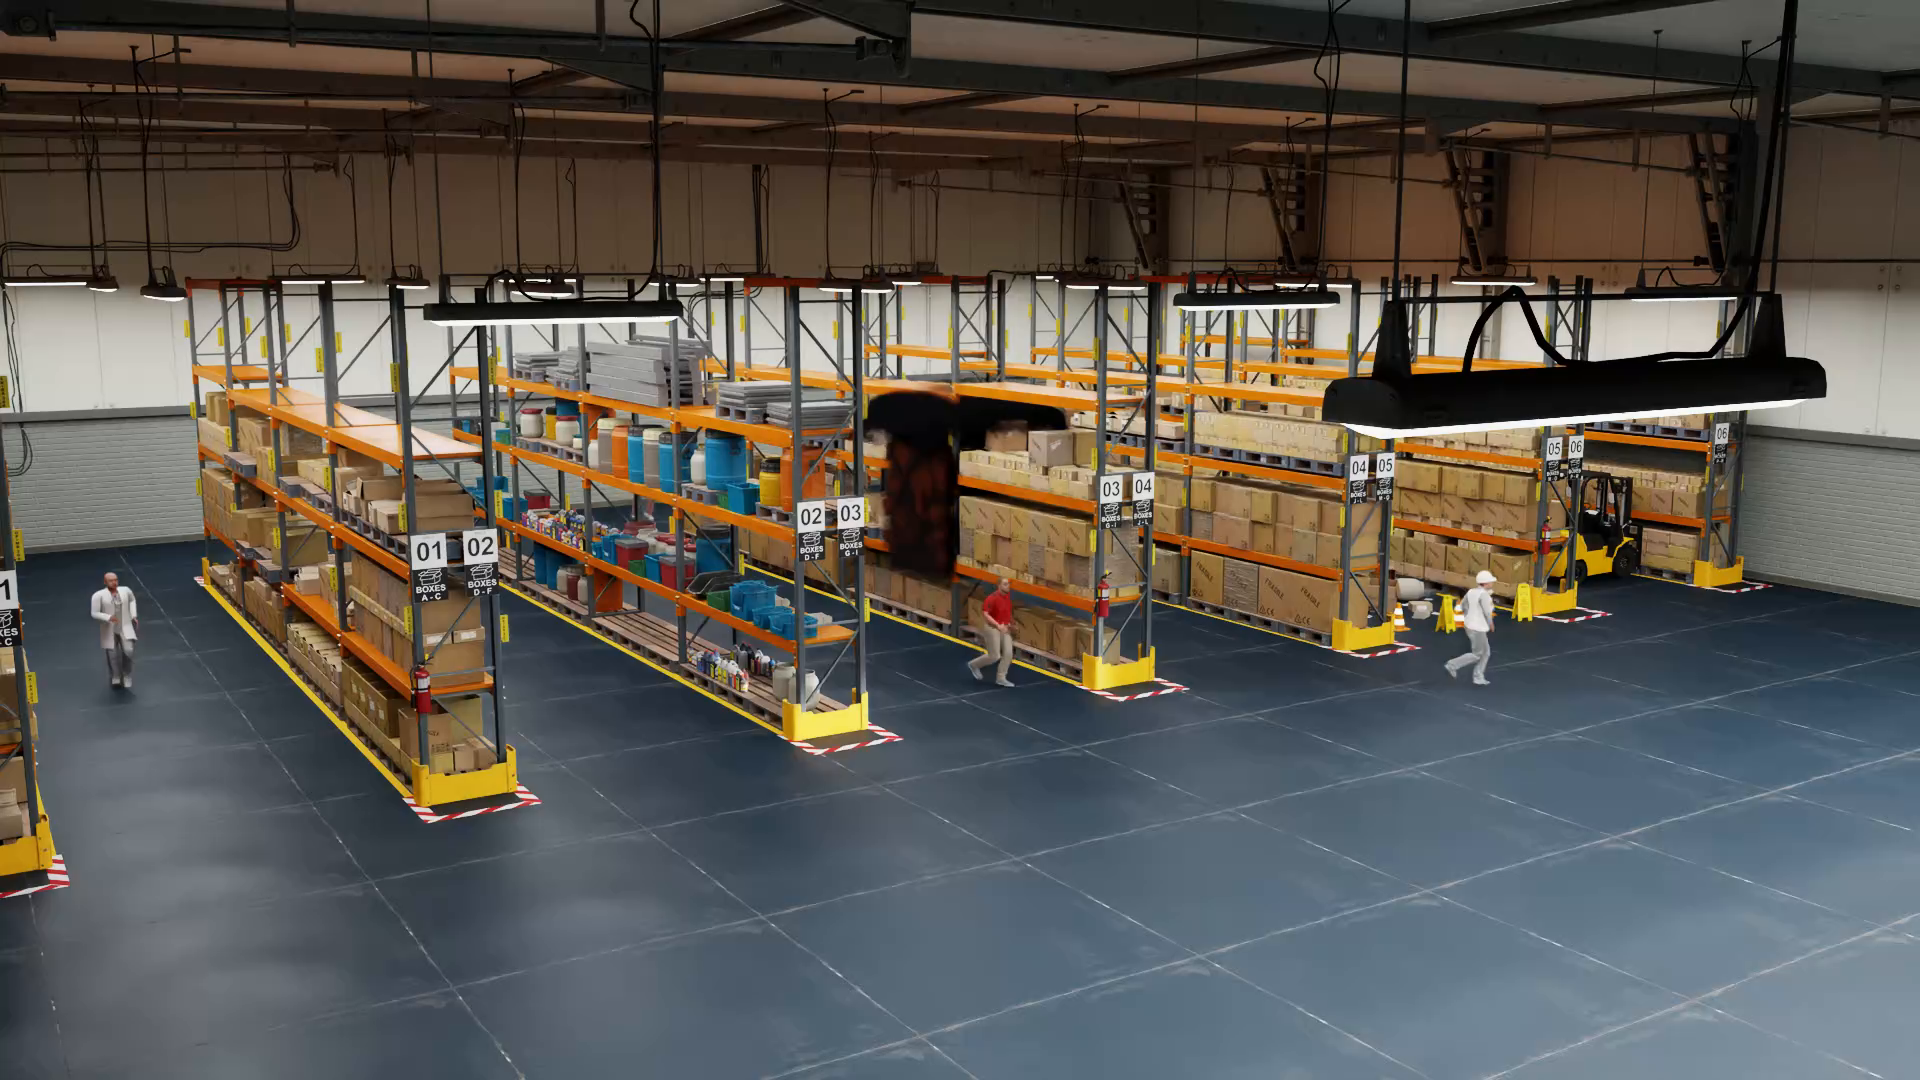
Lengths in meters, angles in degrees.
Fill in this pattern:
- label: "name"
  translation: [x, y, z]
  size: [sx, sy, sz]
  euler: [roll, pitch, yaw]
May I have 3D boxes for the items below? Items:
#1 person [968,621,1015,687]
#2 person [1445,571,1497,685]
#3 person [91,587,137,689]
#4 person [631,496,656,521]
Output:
- label: "person"
  translation: [0.493, 1.664, 25.008]
  size: [0.766, 1.040, 0.410]
  euler: [7, 12, 38]
- label: "person"
  translation: [7.659, 1.329, 24.951]
  size: [0.705, 1.749, 0.446]
  euler: [0, 10, 0]
- label: "person"
  translation: [-12.553, 1.452, 24.741]
  size: [0.653, 1.562, 0.714]
  euler: [-7, 12, -35]
- label: "person"
  translation: [-7.800, -1.306, 40.745]
  size: [0.698, 1.700, 0.570]
  euler: [5, 11, 25]
